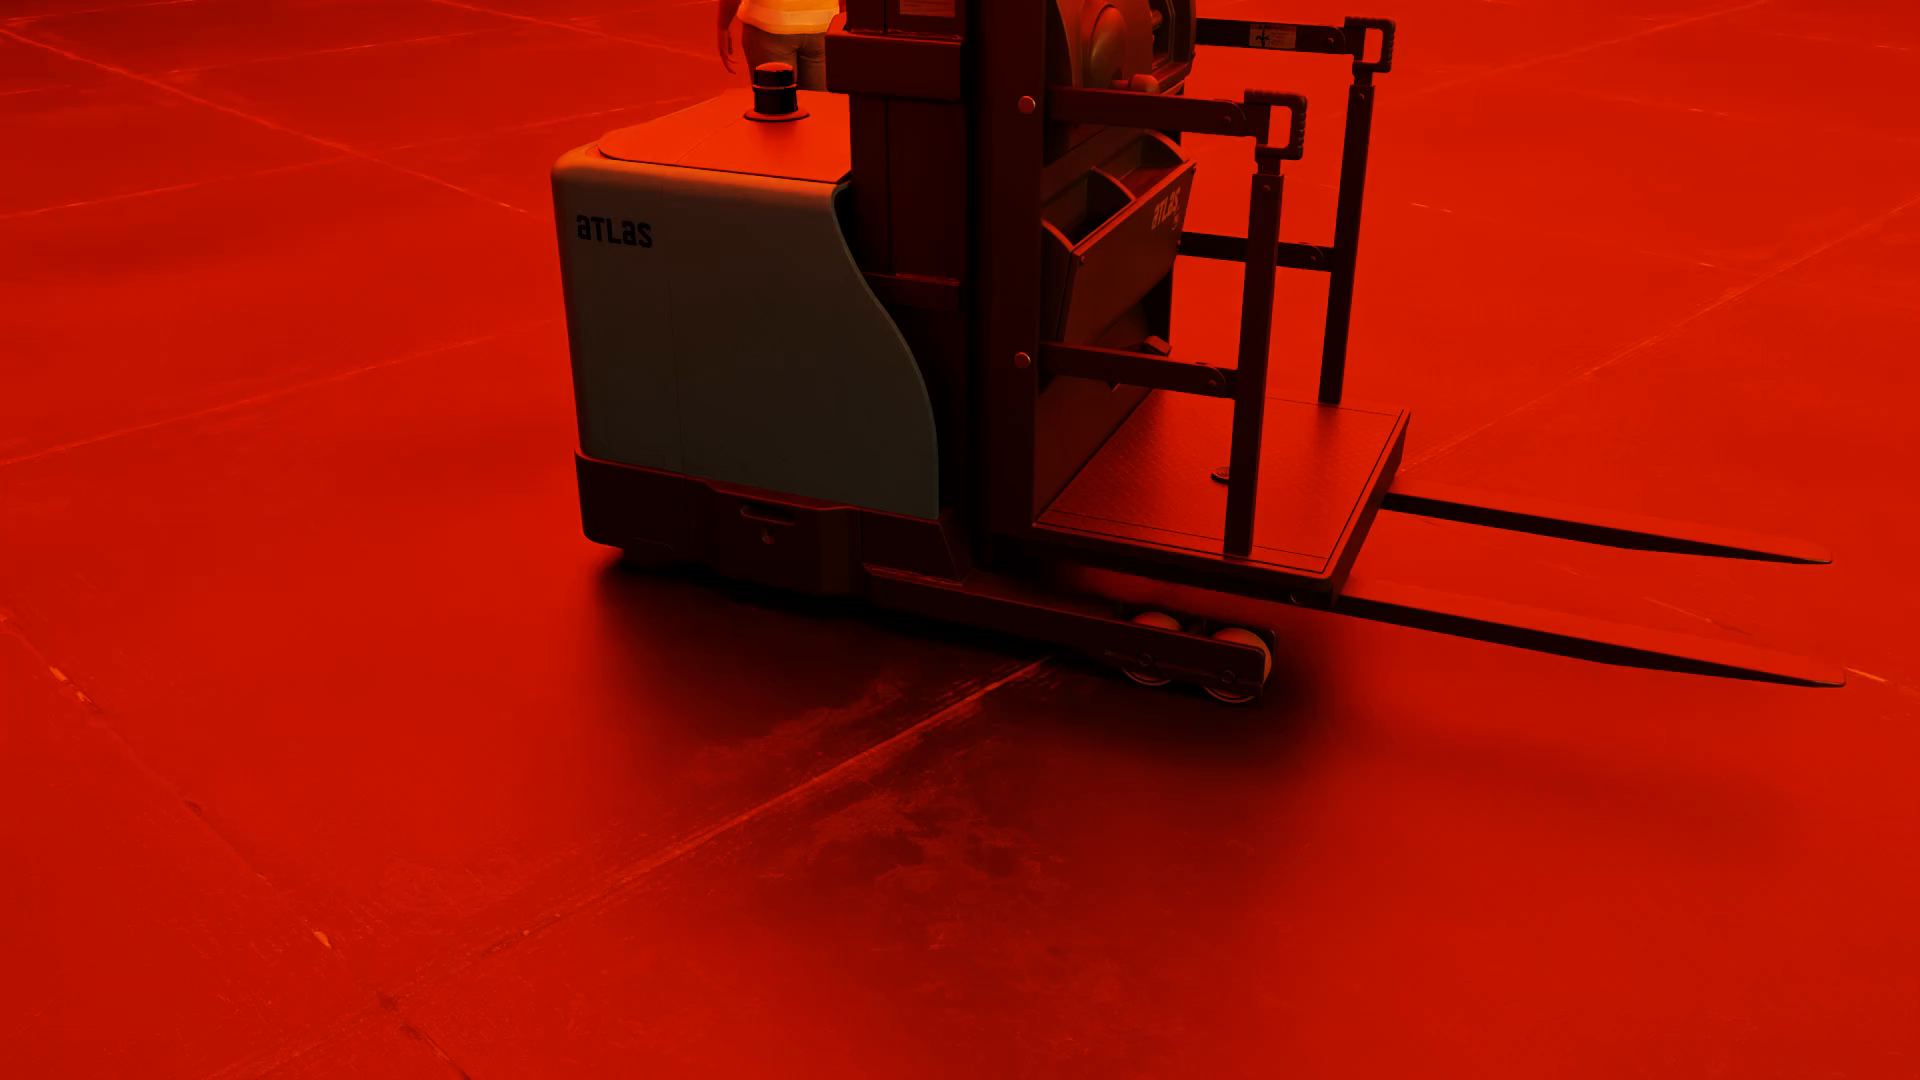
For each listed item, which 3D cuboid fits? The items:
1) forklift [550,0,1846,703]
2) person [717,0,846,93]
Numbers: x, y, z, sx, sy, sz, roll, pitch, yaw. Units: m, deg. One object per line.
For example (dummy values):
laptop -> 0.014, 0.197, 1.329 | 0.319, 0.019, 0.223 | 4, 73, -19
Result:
forklift -> 0.560, -1.212, 3.684 | 3.031, 2.935, 1.130 | 11, 28, 20
person -> -0.757, -2.171, 6.947 | 0.666, 1.767, 0.575 | -20, 32, -34
